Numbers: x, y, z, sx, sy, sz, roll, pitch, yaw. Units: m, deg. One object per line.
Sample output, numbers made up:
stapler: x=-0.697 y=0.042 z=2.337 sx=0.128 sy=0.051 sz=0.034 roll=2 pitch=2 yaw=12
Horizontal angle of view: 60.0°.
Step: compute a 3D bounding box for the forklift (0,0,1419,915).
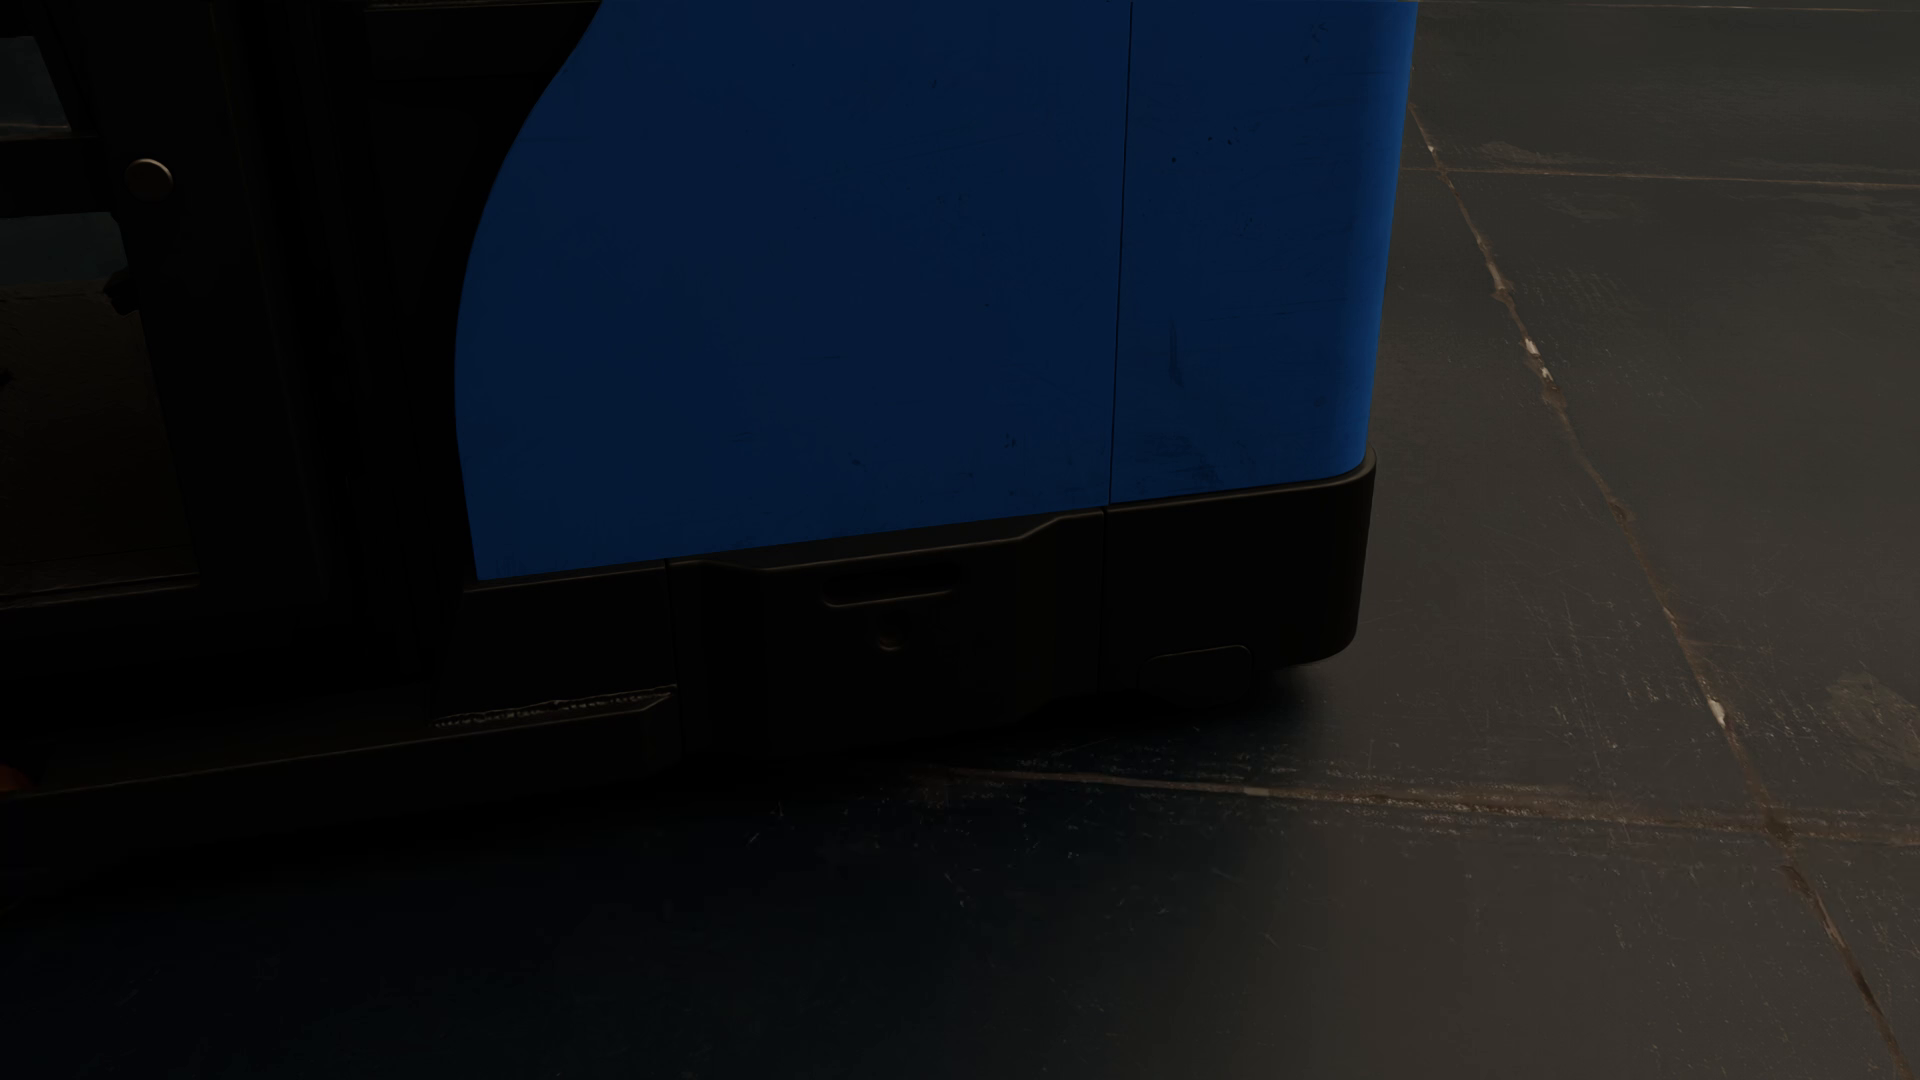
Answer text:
forklift: x=-1.071 y=-1.156 z=1.534 sx=3.031 sy=2.935 sz=1.130 roll=-7 pitch=27 yaw=-14
